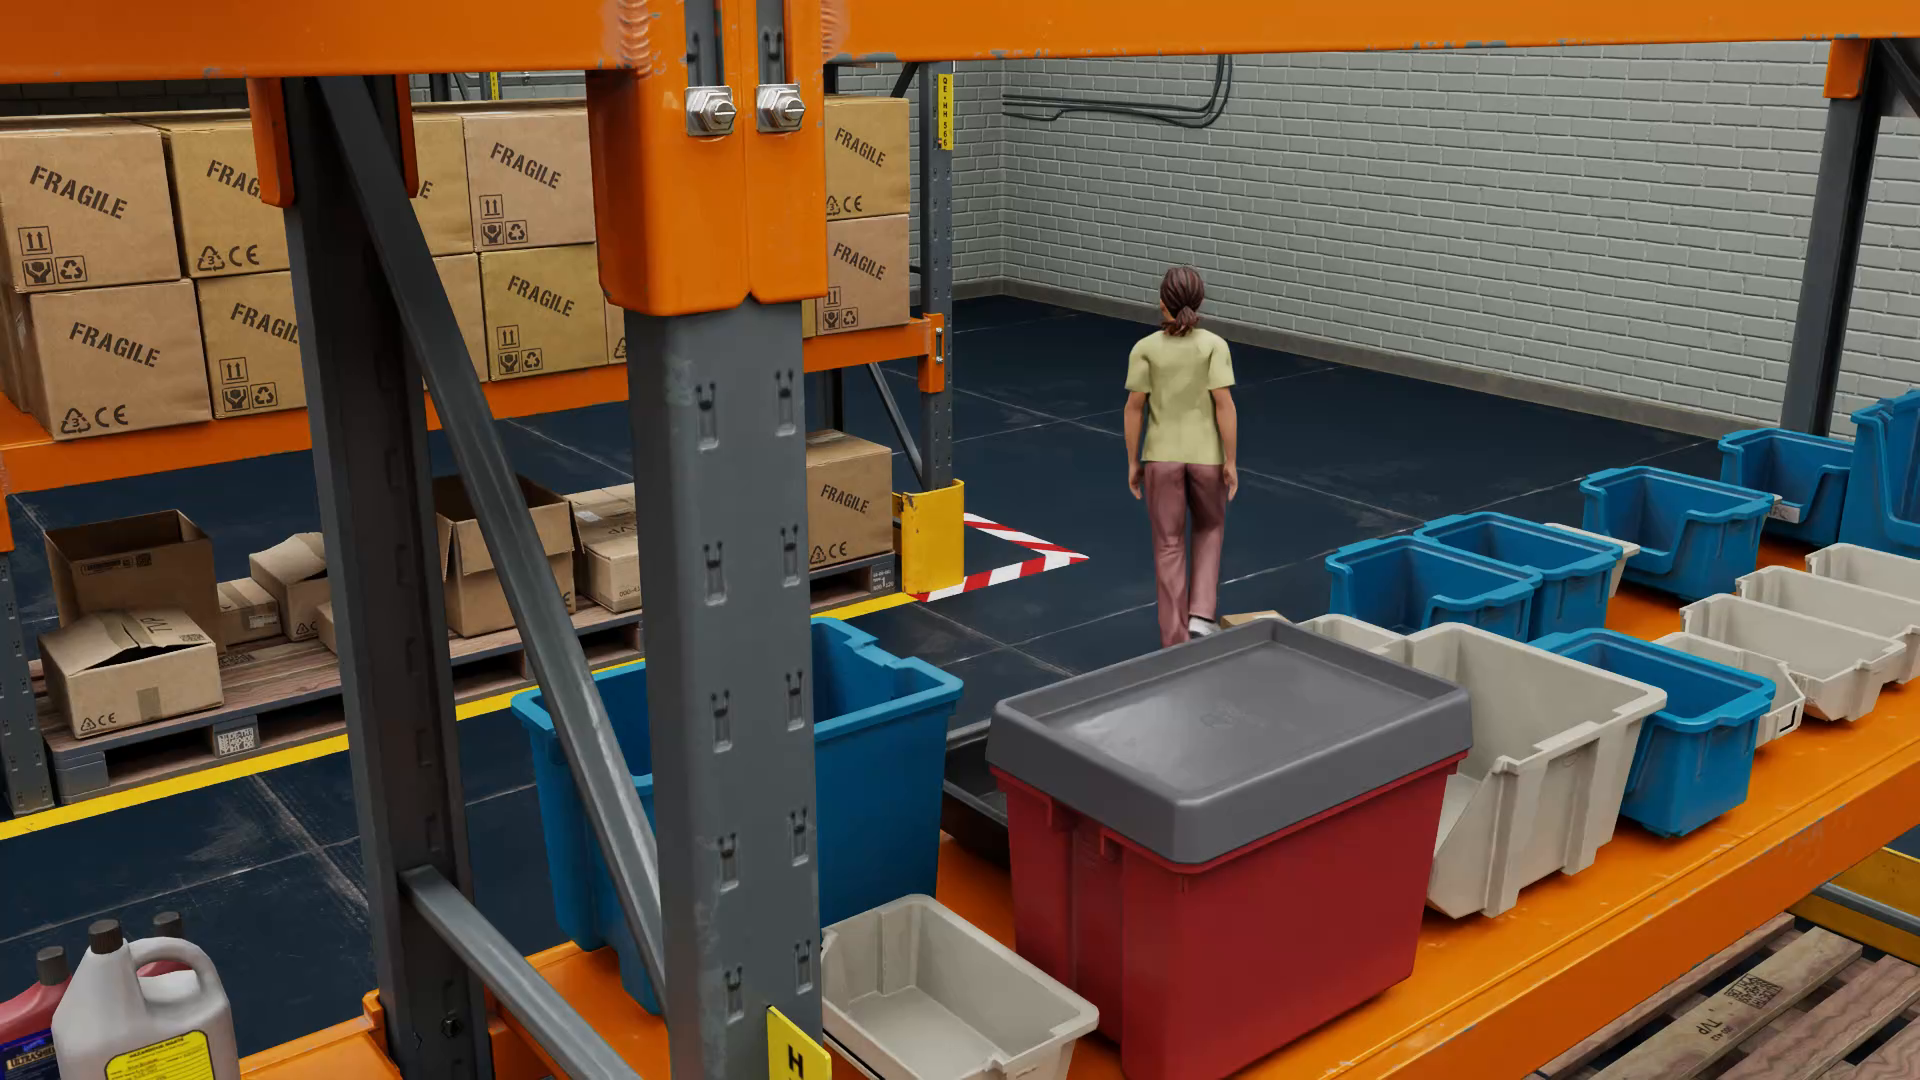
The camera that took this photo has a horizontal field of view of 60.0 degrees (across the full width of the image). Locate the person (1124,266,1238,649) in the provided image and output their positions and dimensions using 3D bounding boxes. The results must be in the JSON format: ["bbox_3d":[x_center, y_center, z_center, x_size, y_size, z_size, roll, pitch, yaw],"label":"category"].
[{"bbox_3d":[0.919,-0.302,6.947,0.482,1.651,0.500,1,18,5],"label":"person"}]
